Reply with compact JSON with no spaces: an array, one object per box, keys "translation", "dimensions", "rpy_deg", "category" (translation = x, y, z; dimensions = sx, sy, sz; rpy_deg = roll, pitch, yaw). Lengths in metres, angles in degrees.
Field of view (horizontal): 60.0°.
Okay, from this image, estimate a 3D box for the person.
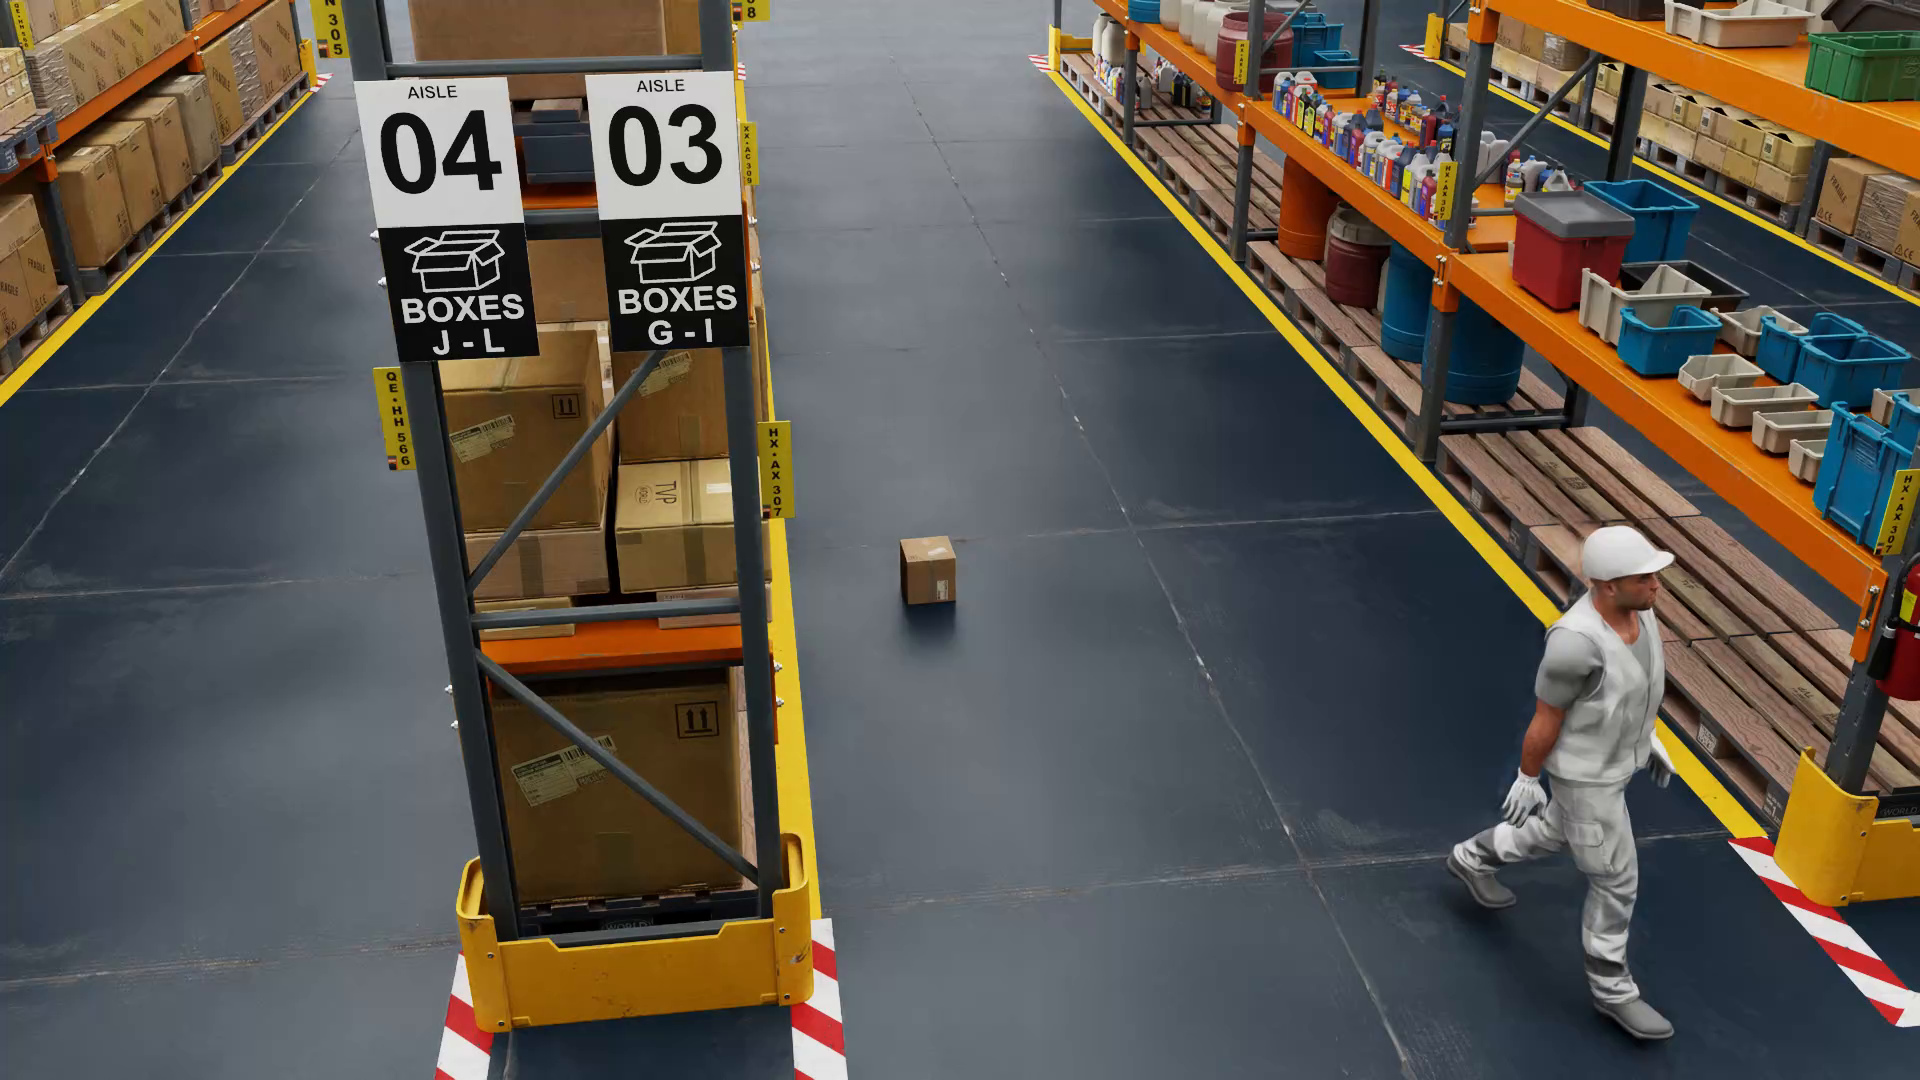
[{"translation":[2.141,0.749,5.623],"dimensions":[0.591,1.755,0.998],"rpy_deg":[-23,35,-38],"category":"person"}]
